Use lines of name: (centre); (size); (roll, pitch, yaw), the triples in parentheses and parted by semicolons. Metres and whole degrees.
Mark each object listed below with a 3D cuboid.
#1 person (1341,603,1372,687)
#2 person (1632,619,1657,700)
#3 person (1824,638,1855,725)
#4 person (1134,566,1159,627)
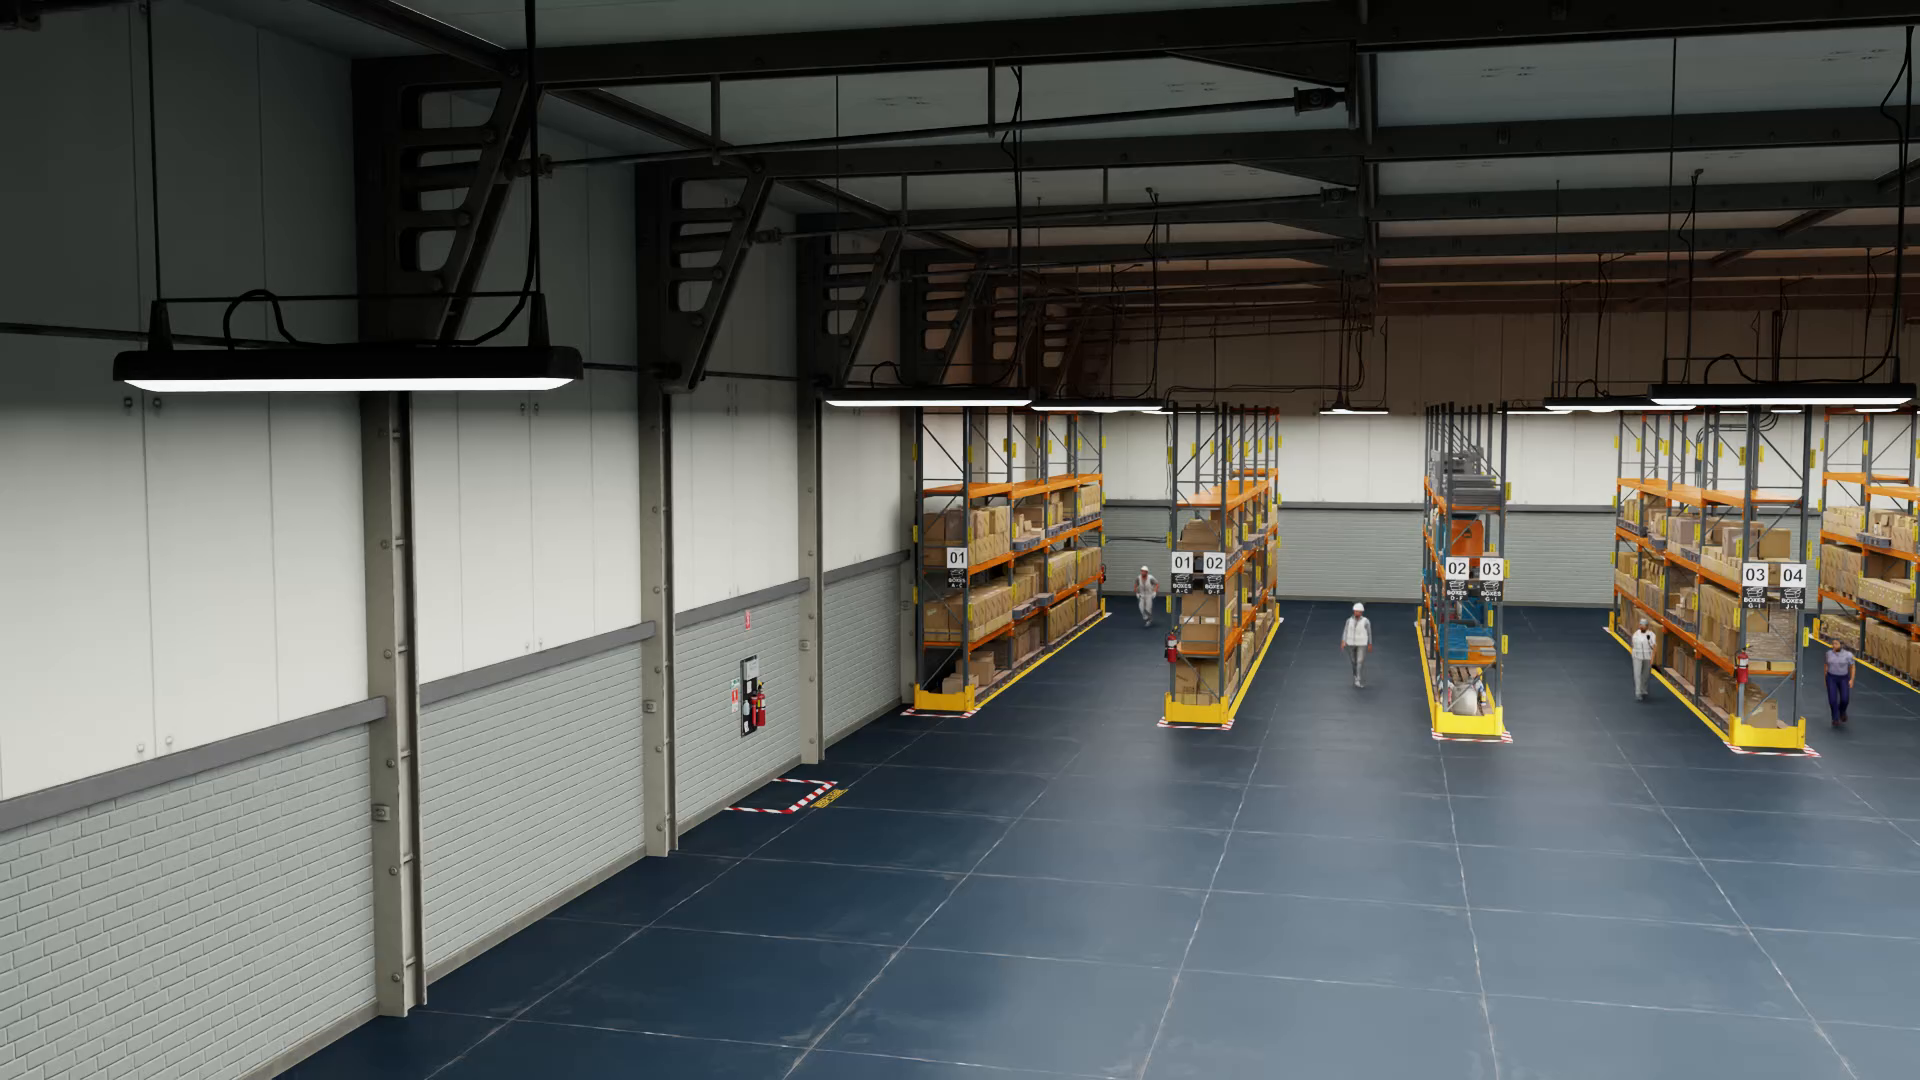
person: (8.442, 2.217, 35.472); (0.597, 1.711, 1.005); (3, 5, 31)
person: (13.891, 2.405, 33.764); (0.462, 1.596, 1.020); (1, 4, 15)
person: (16.389, 2.626, 31.003); (0.523, 1.640, 0.497); (2, 5, 29)
person: (5.074, 1.541, 45.325); (0.686, 1.685, 0.645); (2, 5, 21)
